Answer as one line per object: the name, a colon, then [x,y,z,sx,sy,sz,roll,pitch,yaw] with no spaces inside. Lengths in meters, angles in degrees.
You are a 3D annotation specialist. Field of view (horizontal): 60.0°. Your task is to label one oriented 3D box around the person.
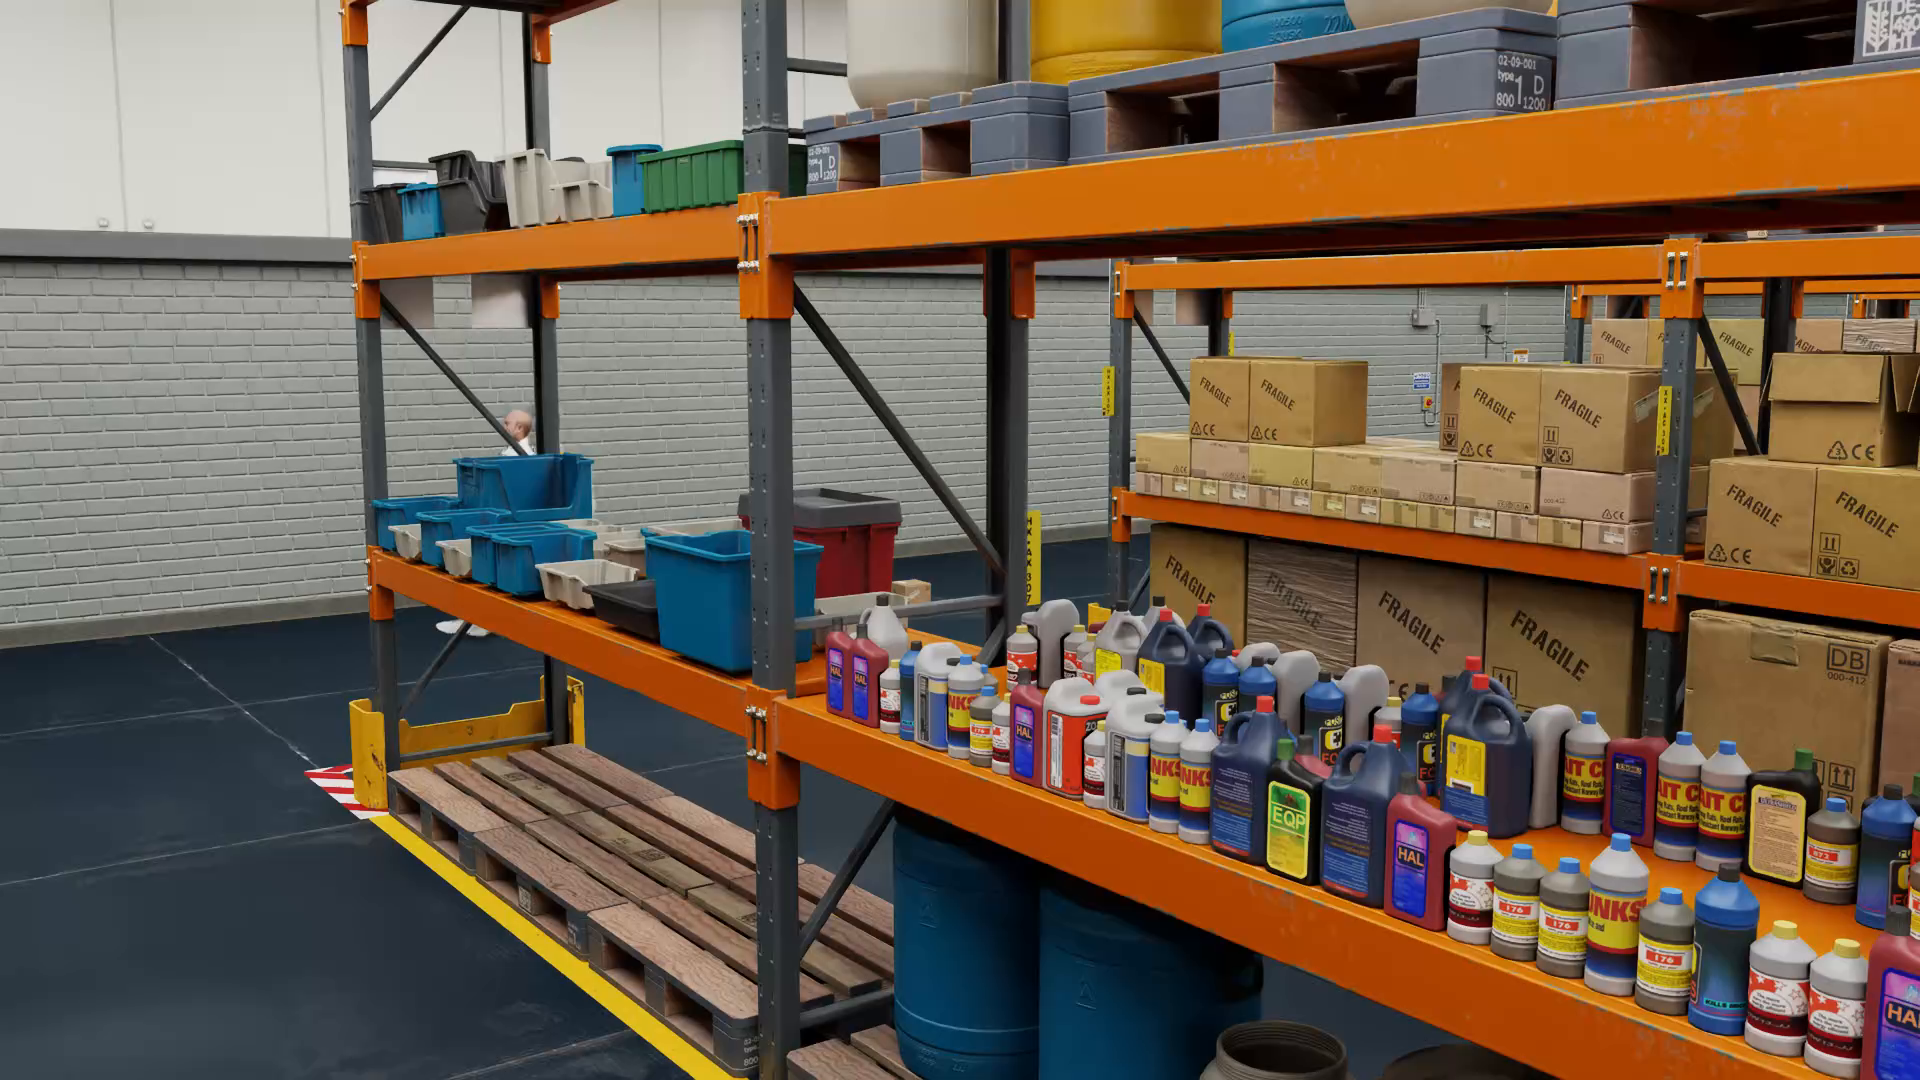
person: [-3.515,-0.094,12.885,1.100,1.643,0.572,-2,8,-12]
